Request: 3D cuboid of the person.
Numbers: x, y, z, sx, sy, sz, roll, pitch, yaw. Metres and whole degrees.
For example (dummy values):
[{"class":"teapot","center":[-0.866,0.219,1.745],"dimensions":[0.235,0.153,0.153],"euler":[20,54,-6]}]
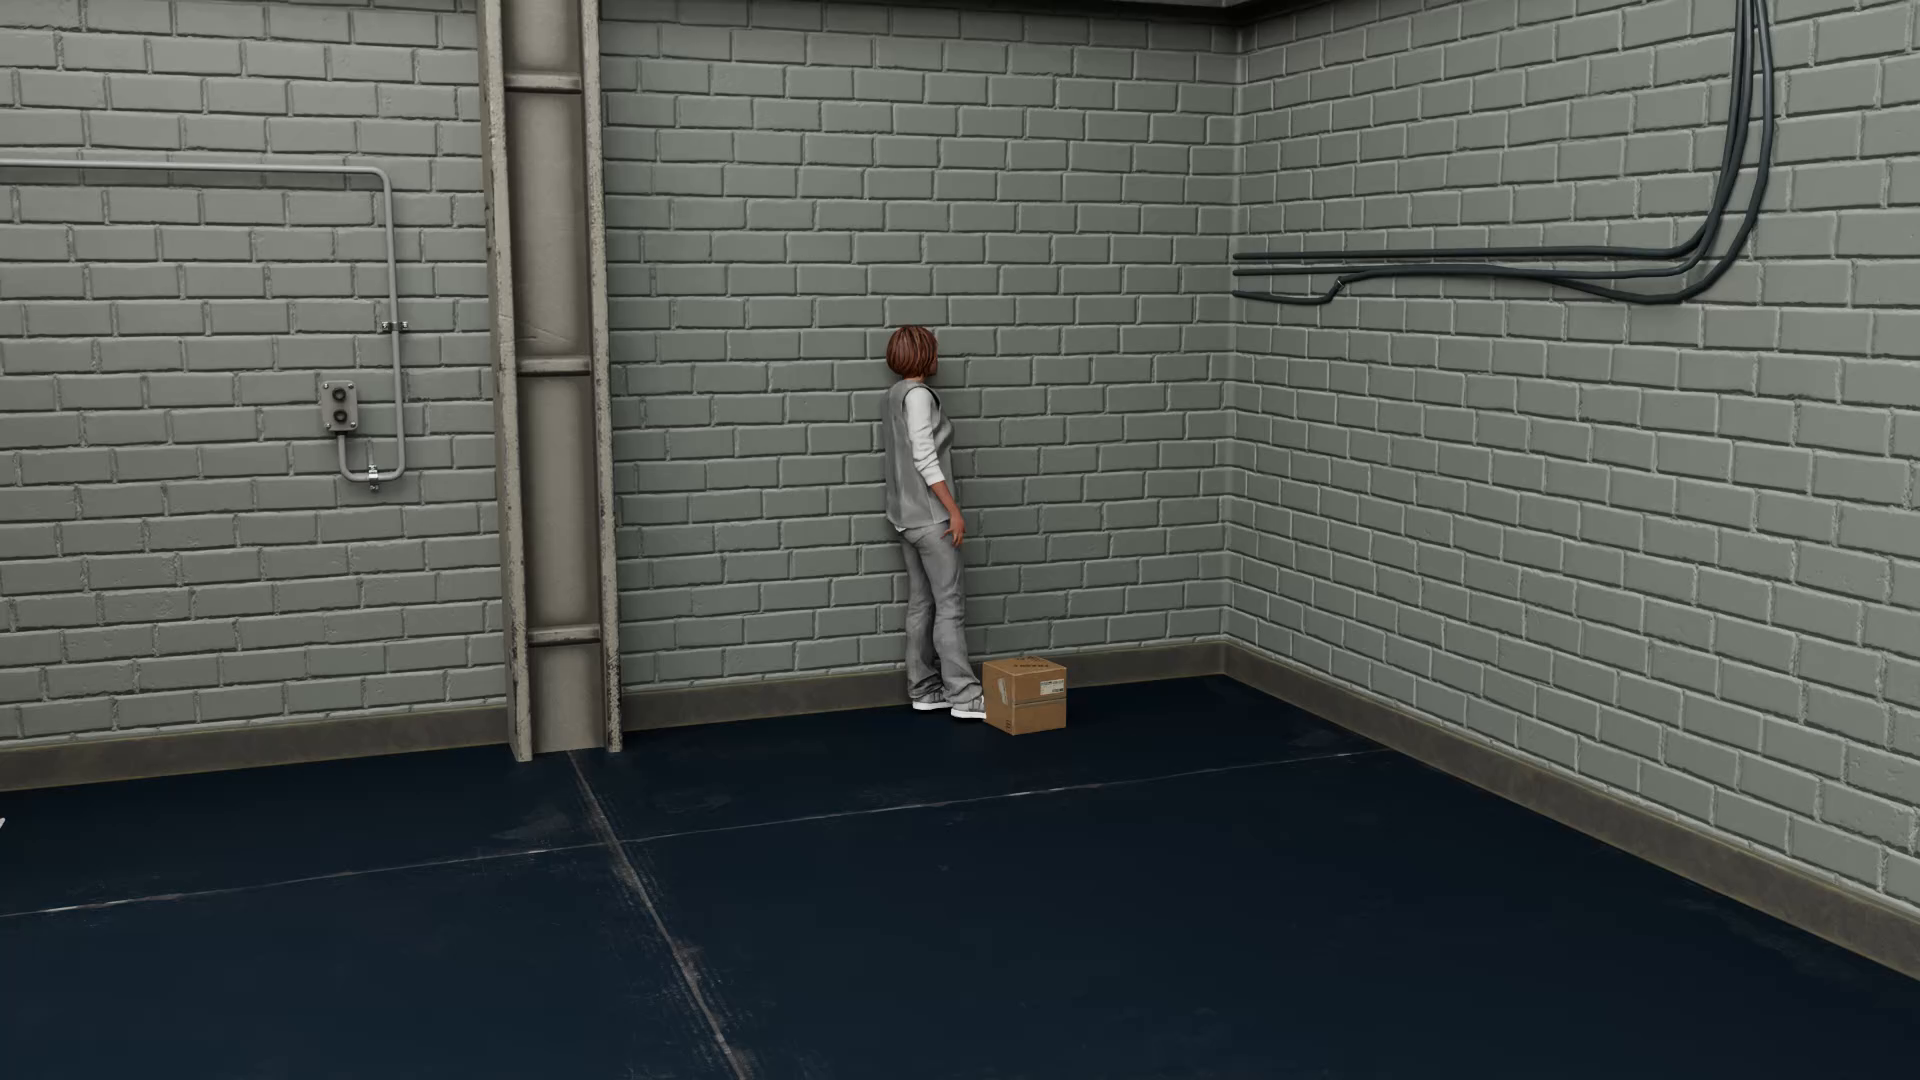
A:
[{"class":"person","center":[-0.068,-0.080,6.836],"dimensions":[0.472,1.599,0.520],"euler":[-3,10,-21]}]
